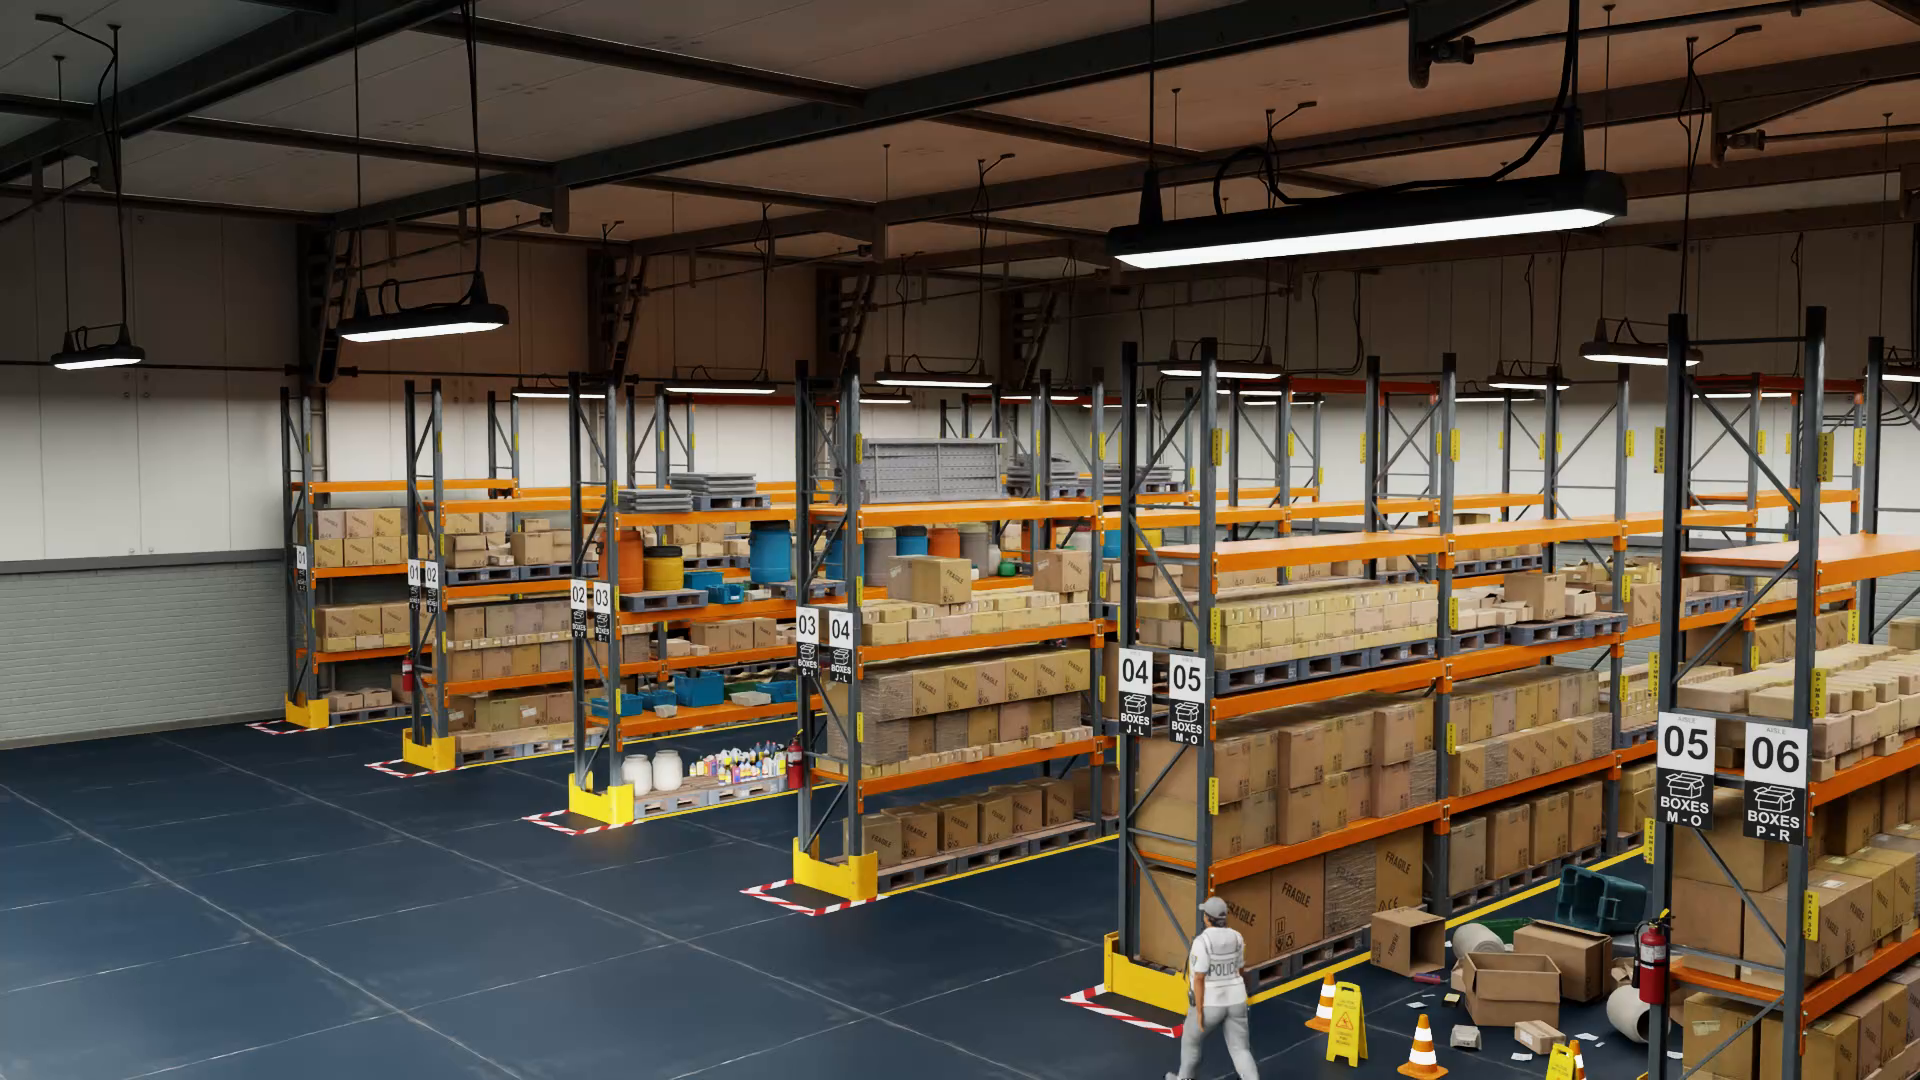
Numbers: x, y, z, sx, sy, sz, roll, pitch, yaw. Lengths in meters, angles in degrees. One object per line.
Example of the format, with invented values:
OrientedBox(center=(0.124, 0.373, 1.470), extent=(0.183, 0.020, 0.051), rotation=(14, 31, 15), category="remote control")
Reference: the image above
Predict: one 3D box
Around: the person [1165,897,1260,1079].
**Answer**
OrientedBox(center=(1.962, 3.537, 12.719), extent=(0.488, 1.608, 1.042), rotation=(-2, 4, -25), category="person")
